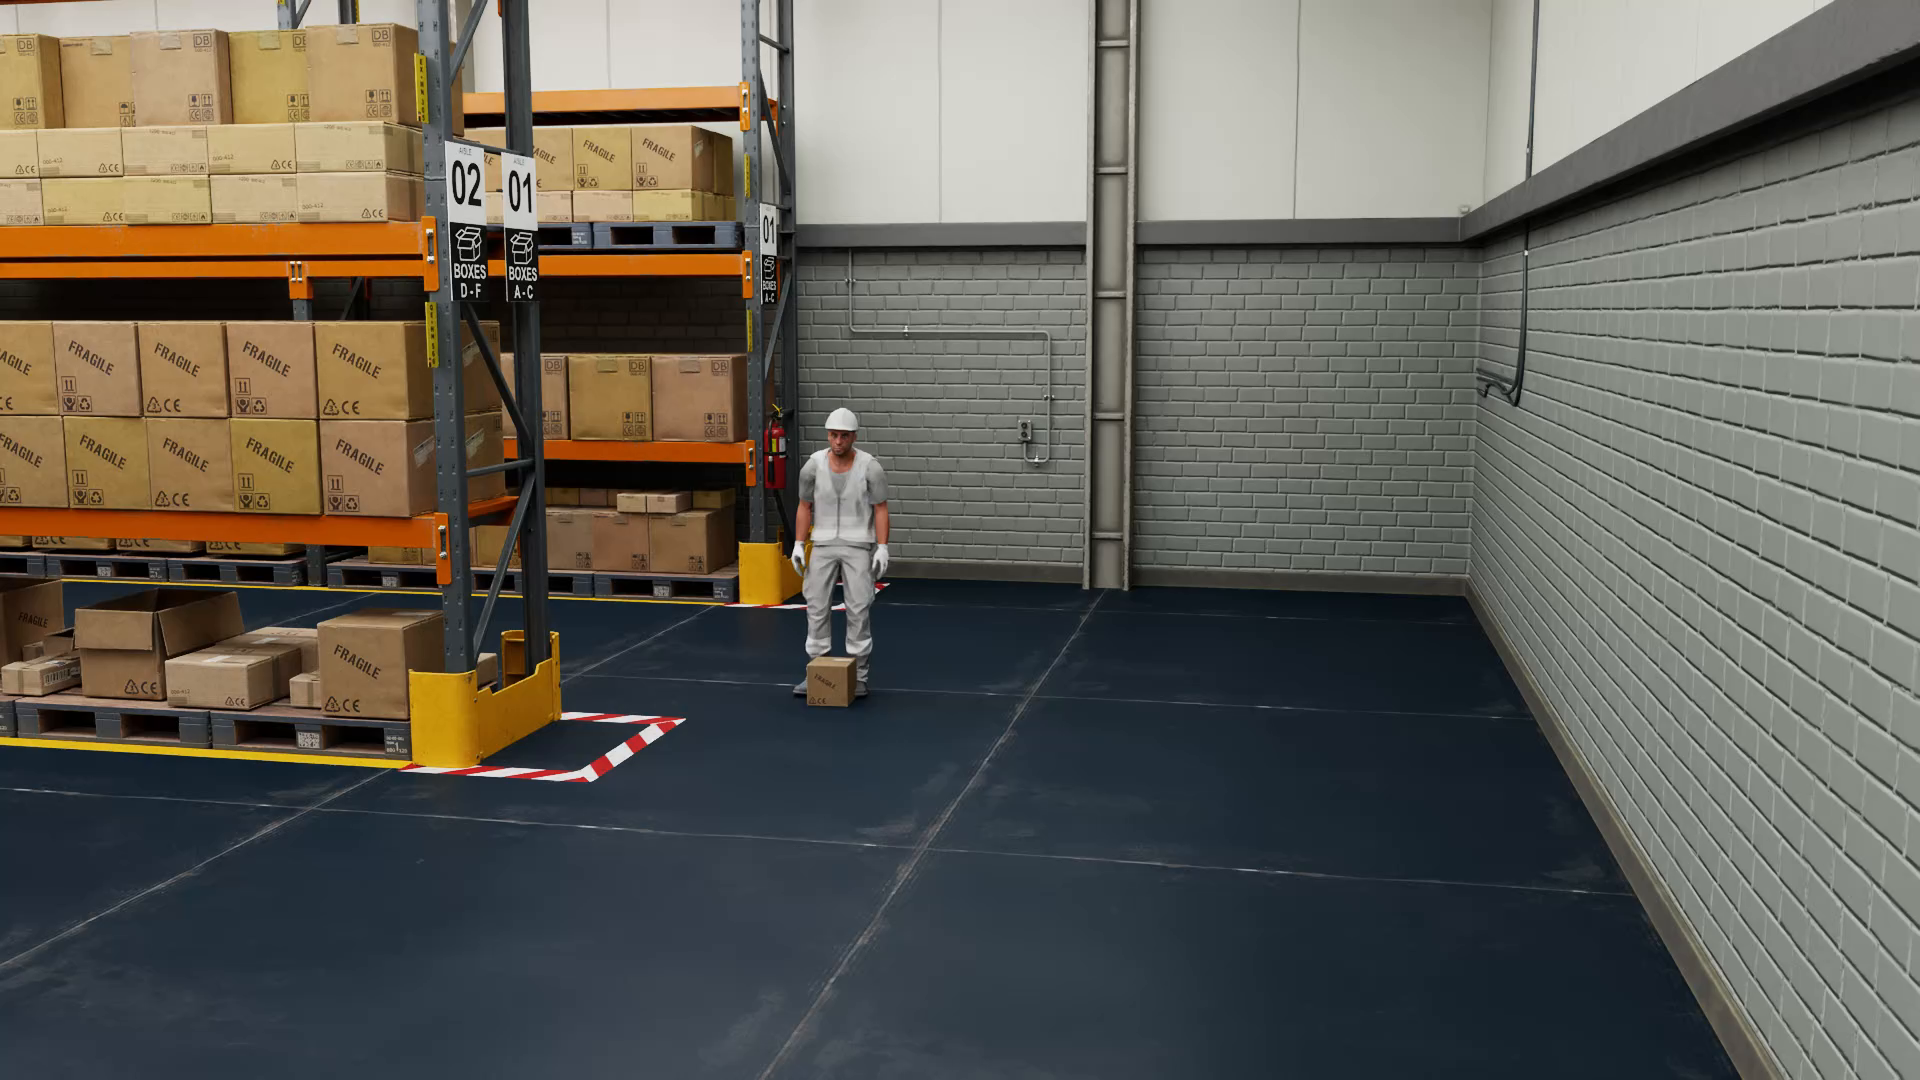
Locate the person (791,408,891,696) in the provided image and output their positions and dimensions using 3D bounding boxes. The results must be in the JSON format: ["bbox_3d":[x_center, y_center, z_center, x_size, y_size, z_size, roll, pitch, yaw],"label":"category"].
[{"bbox_3d":[-0.731,0.074,10.220,0.617,1.778,0.453,1,8,8],"label":"person"}]
